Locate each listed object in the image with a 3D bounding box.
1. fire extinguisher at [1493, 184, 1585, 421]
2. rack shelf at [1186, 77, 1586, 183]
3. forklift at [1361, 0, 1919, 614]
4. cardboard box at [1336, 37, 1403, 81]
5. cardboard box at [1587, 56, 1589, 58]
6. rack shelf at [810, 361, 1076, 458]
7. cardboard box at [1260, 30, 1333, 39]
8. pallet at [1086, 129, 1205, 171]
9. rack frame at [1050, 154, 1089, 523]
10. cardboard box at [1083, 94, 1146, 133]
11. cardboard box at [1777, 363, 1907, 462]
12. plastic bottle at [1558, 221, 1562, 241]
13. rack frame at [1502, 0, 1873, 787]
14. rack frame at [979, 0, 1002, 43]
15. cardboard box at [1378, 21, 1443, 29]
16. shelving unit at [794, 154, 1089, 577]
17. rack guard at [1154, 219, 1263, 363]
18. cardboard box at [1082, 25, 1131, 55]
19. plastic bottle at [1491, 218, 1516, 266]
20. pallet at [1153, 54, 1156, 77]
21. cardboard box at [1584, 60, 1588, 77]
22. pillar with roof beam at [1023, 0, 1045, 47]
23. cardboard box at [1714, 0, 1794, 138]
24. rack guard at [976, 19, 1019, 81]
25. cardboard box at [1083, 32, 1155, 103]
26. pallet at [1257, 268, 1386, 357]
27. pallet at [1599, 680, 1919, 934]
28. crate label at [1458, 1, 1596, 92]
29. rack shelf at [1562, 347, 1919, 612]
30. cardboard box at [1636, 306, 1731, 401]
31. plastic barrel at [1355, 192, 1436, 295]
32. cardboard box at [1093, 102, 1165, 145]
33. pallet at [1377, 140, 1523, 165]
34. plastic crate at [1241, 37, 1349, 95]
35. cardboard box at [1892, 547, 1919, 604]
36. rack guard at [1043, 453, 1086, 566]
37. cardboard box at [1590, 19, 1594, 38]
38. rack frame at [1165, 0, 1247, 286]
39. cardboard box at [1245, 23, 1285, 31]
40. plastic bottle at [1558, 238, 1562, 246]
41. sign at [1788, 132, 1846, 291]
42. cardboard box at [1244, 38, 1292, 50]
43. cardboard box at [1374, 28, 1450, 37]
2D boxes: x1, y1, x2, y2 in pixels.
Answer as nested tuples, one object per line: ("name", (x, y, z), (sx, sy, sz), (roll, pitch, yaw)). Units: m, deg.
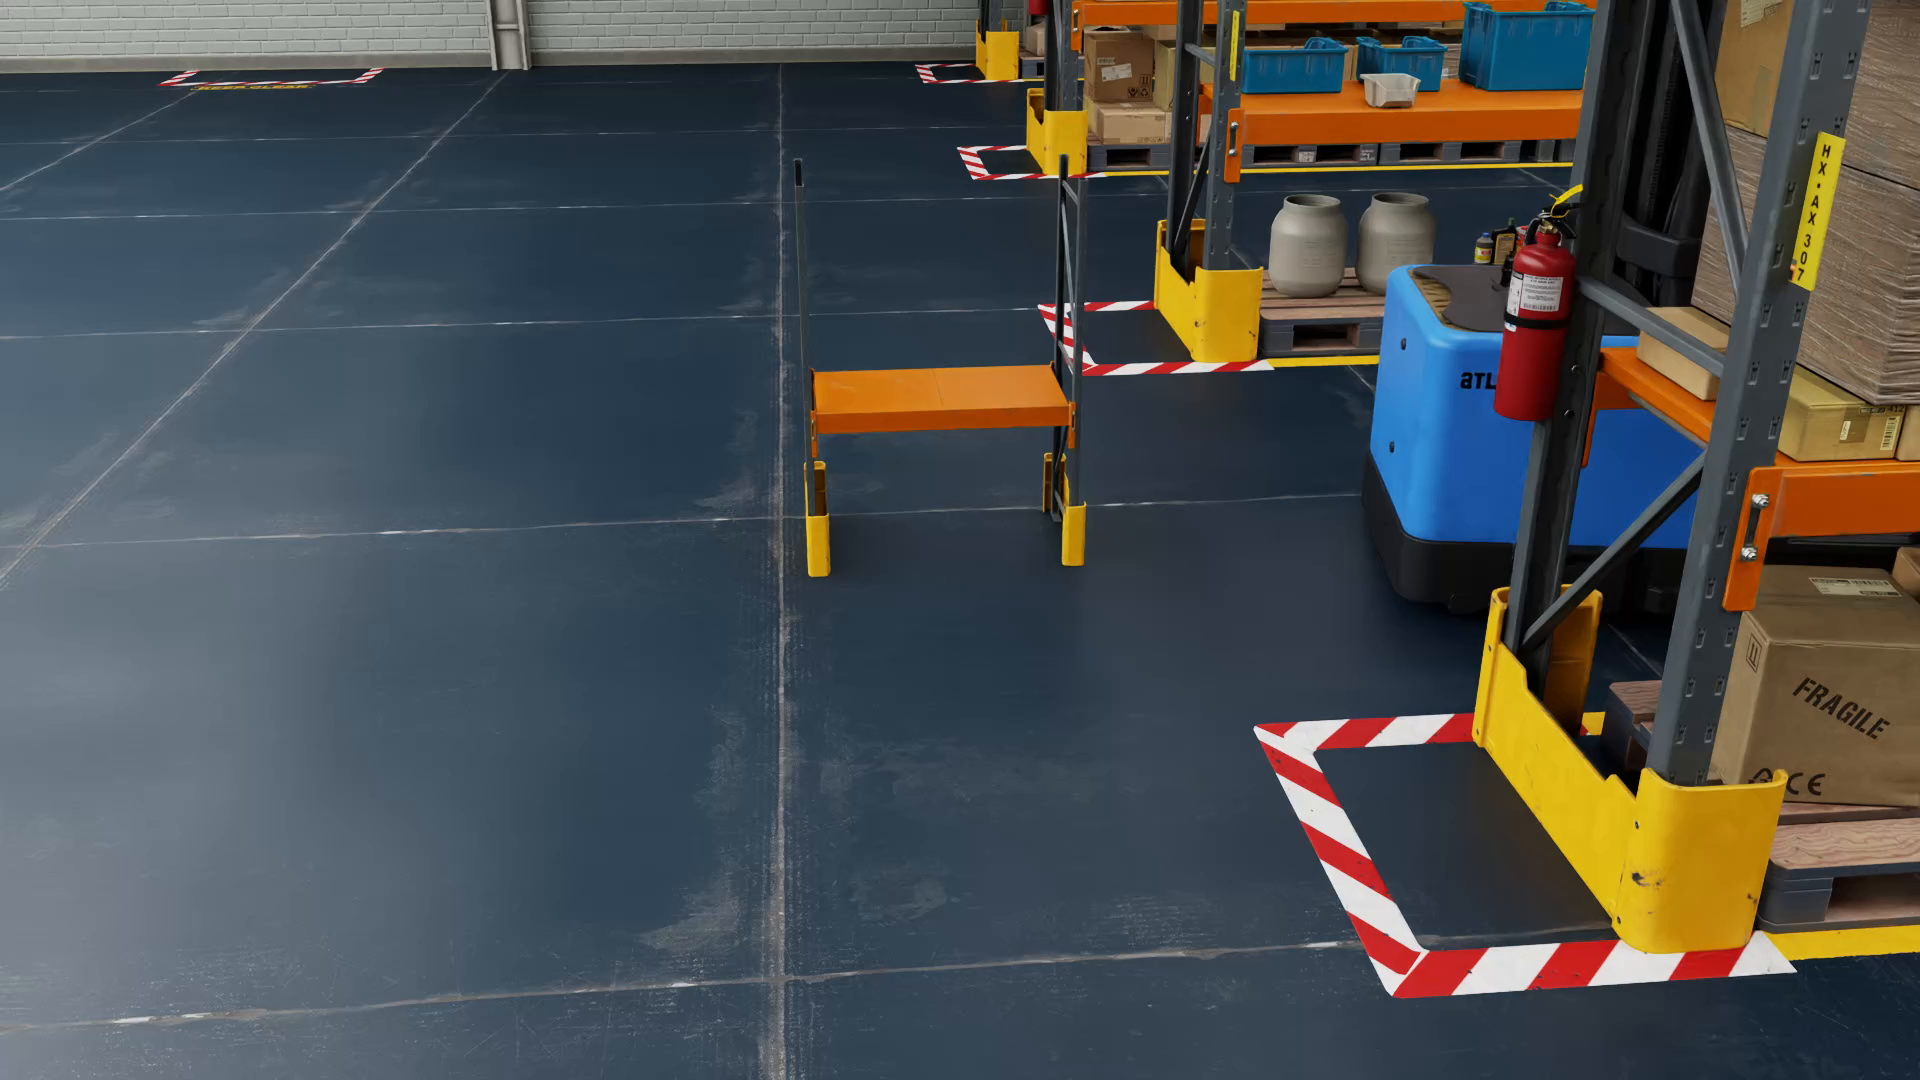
("fire extinguisher", (1.630, -0.678, 4.677), (0.183, 0.674, 0.296), (-2, 24, -5))
("rack shelf", (3.293, -2.284, 9.082), (4.000, 0.370, 1.077), (-2, 24, -5))
("forklift", (3.149, -1.214, 5.872), (3.031, 2.935, 1.130), (2, 24, 4))
("cardboard box", (3.364, -3.830, 13.618), (0.500, 0.500, 0.500), (-2, 24, -5))
("cardboard box", (5.692, -4.042, 14.329), (0.500, 0.311, 0.500), (-2, 24, -4))
("rack shelf", (-0.085, -0.518, 6.511), (1.000, 0.185, 0.538), (-2, 24, -5))
("cardboard box", (2.815, -4.021, 14.048), (0.500, 0.500, 0.500), (-2, 24, -5))
("pallet", (1.576, -3.309, 13.934), (1.213, 0.211, 1.003), (-2, 24, -5))
("rack frame", (0.421, -0.702, 6.483), (0.032, 1.500, 0.500), (-2, 24, -5))
("cardboard box", (1.324, -3.612, 14.051), (0.500, 0.250, 0.500), (-2, 24, -5))
("cardboard box", (2.096, -0.331, 4.112), (0.250, 0.149, 0.380), (-2, 24, -5))
("plastic bottle", (3.479, -1.745, 9.794), (0.135, 0.276, 0.152), (-3, 24, -7))
("rack frame", (1.789, -0.531, 4.252), (0.127, 3.000, 1.000), (-2, 24, -5))
("rack frame", (0.329, -6.538, 17.765), (0.127, 3.000, 1.000), (-2, 24, -5))
("cardboard box", (5.040, -5.792, 18.624), (0.500, 0.500, 0.700), (-1, 24, -3))
("shelving unit", (-0.076, -0.682, 6.439), (1.083, 1.500, 0.587), (-2, 24, -5))
("rack guard", (1.374, -1.413, 9.314), (0.348, 0.500, 1.175), (-2, 24, -5))
("cardboard box", (1.594, -5.524, 18.254), (0.500, 0.311, 0.500), (0, 24, -1))
("plastic bottle", (3.202, -1.756, 9.809), (0.133, 0.283, 0.061), (-2, 24, -4))
("pallet", (2.428, -5.332, 18.486), (1.213, 0.211, 1.003), (-2, 24, -5))
("cardboard box", (5.236, -3.803, 13.790), (0.500, 0.311, 0.500), (-2, 24, -5))
("pillar with roof beam", (1.364, -7.917, 13.482), (0.400, 9.000, 9.100), (-2, 24, -5))
("cardboard box", (2.312, -1.292, 4.242), (0.500, 0.500, 0.500), (-2, 24, -5))
("rack guard", (0.404, -5.398, 18.280), (0.348, 0.500, 1.175), (-2, 24, -5))
("cardboard box", (1.324, -3.955, 13.901), (0.500, 0.500, 0.500), (-2, 24, -5))
("pallet", (2.183, -1.311, 9.440), (1.213, 0.211, 1.003), (-2, 24, -5))
("pallet", (2.677, 0.722, 4.866), (1.213, 0.211, 1.003), (-2, 24, -5))
("crate label", (3.108, -2.732, 9.160), (0.616, 0.435, 0.502), (-2, 24, -5))
("rack shelf", (3.780, -0.282, 4.578), (4.000, 0.370, 1.077), (-2, 24, -5))
("cardboard box", (2.053, -0.511, 4.516), (0.250, 0.149, 0.380), (-2, 24, -5))
("plastic barrel", (2.449, -1.665, 9.350), (0.421, 0.512, 0.421), (0, 24, 0))
("cardboard box", (1.375, -3.402, 13.580), (0.500, 0.250, 0.500), (-2, 24, -5))
("pallet", (4.004, -3.406, 14.153), (1.213, 0.211, 1.003), (-2, 24, -5))
("plastic crate", (1.771, -2.606, 9.104), (0.616, 0.251, 0.499), (-2, 24, -5))
("cardboard box", (3.004, 0.363, 4.800), (0.500, 0.500, 0.500), (4, 24, 9))
("rack guard", (0.420, -0.131, 6.737), (0.087, 0.250, 0.587), (-2, 24, -5))
("cardboard box", (7.055, -5.892, 18.850), (0.500, 0.500, 0.700), (-2, 24, -5))
("rack frame", (1.303, -2.533, 8.756), (0.127, 3.000, 1.000), (-2, 24, -5))
("cardboard box", (3.280, -5.698, 18.413), (0.500, 0.500, 0.500), (-4, 24, -9))
("plastic bottle", (3.509, -1.661, 9.697), (0.097, 0.201, 0.097), (0, 24, 0))
("sign", (1.843, -0.708, 3.583), (0.005, 0.325, 0.100), (-2, 24, -5))
("cardboard box", (2.369, -3.791, 13.531), (0.500, 0.500, 0.500), (-2, 24, -5))
("cardboard box", (3.811, -4.058, 14.132), (0.500, 0.500, 0.500), (-2, 24, -5))
